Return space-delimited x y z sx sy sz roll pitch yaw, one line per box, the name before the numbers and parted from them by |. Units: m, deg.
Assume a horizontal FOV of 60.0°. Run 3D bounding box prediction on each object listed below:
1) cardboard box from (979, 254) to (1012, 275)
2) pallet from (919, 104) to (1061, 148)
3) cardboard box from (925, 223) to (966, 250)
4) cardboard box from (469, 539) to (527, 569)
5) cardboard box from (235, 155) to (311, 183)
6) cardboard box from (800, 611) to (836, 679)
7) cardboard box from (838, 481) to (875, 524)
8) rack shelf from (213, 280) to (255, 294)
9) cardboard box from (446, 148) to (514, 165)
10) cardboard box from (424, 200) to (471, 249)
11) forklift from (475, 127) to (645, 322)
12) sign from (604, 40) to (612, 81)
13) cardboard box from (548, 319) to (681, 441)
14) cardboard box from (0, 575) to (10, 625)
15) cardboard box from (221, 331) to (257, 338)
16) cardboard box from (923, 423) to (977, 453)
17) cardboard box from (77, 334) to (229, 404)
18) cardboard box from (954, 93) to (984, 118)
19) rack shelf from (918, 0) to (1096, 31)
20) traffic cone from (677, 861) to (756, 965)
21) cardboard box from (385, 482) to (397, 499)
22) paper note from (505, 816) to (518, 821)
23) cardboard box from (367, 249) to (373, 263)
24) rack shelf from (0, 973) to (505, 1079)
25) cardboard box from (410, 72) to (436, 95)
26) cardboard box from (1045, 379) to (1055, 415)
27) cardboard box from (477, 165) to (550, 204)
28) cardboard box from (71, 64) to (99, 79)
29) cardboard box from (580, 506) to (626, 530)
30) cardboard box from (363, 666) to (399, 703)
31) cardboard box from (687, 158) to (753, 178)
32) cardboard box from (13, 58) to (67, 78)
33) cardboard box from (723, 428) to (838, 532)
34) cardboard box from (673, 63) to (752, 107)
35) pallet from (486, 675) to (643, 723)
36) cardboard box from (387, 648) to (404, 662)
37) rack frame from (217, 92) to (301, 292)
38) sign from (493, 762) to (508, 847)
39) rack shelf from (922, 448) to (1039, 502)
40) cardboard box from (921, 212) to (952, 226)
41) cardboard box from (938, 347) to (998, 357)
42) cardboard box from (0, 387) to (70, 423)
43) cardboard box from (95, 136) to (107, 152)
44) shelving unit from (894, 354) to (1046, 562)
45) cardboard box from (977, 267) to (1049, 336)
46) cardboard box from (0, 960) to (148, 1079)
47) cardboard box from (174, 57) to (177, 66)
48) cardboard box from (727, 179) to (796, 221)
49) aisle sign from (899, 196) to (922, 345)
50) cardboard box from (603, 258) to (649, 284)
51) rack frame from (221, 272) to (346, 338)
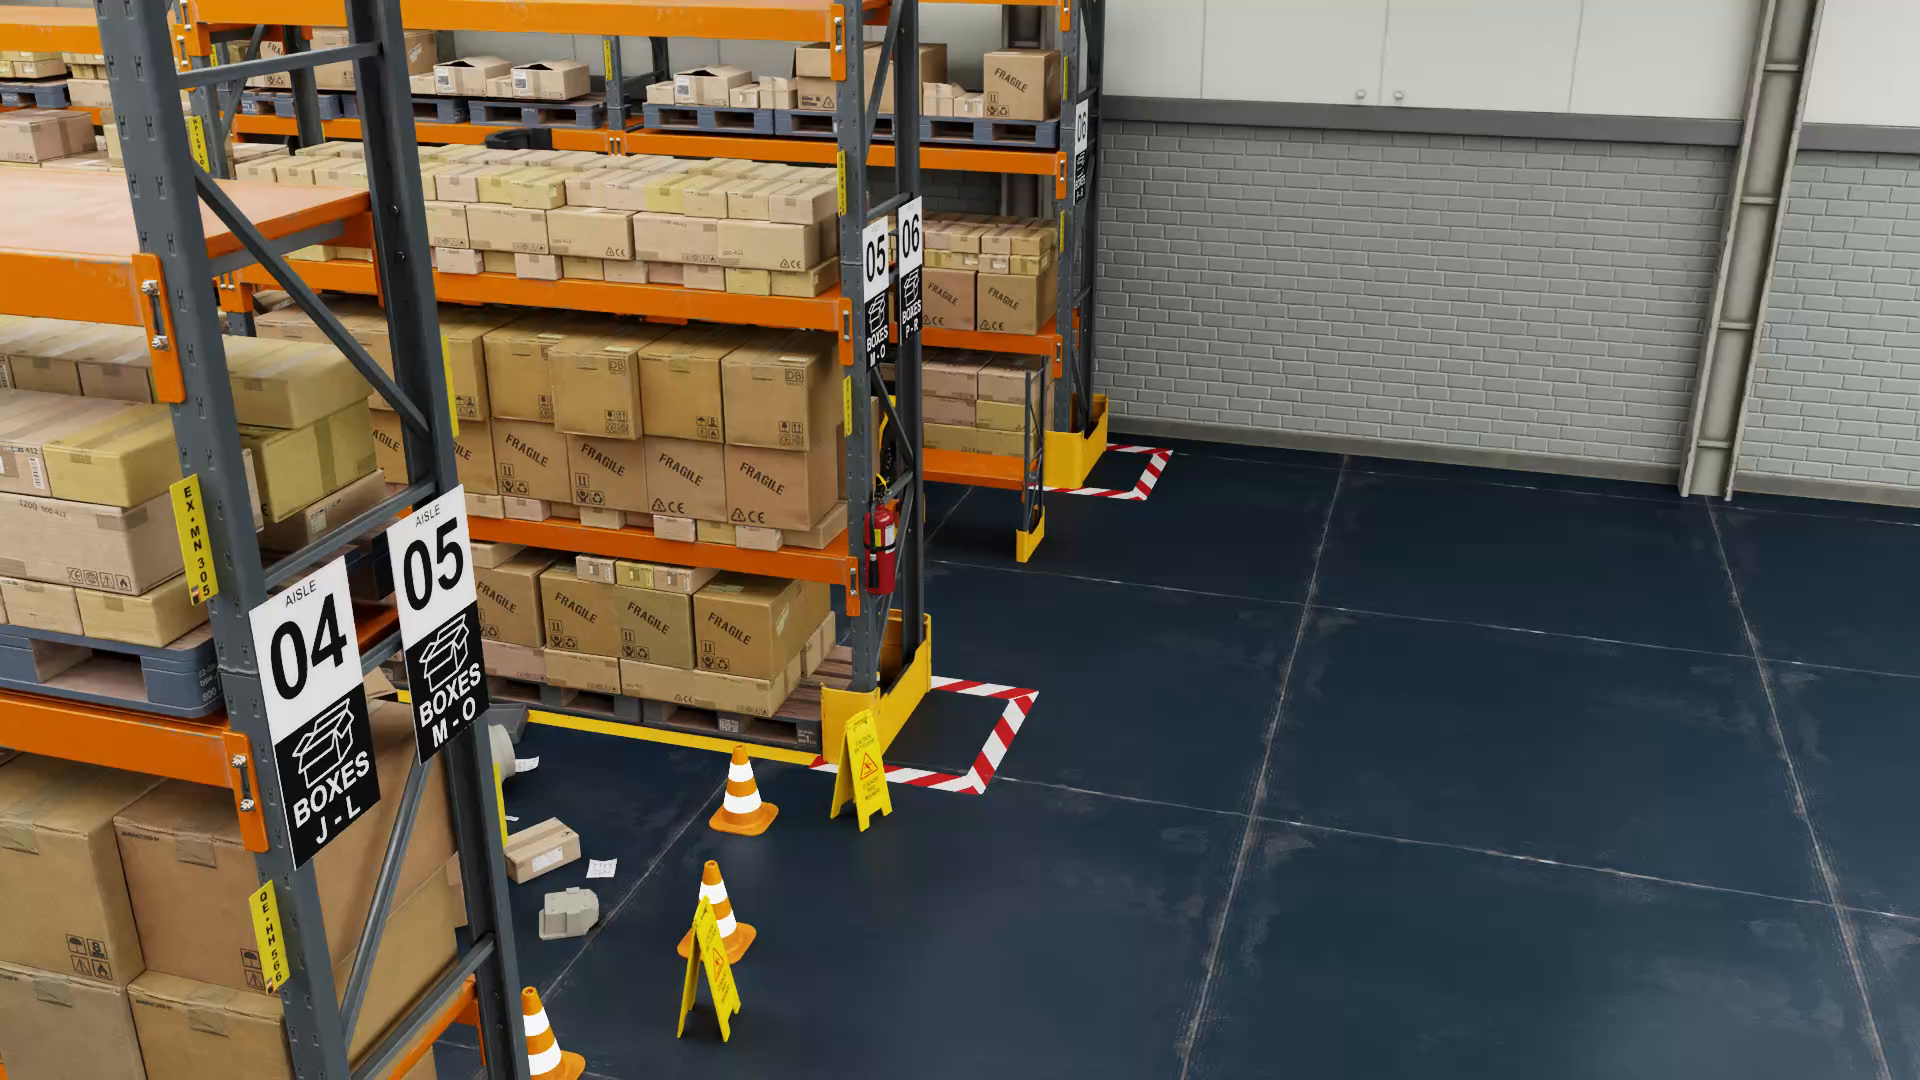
cardboard box | 0.333 -2.348 13.961 0.250 0.149 0.380 7 23 16
pallet | 0.330 -3.482 13.876 1.213 0.211 1.003 7 23 16
cardboard box | -0.125 -2.584 14.144 0.250 0.149 0.380 7 23 16
cardboard box | -2.920 0.030 10.376 0.250 0.149 0.380 8 24 19
cardboard box | -4.053 -2.170 9.842 0.250 0.149 0.380 6 23 15
cardboard box | -1.124 0.644 10.722 0.500 0.250 0.500 6 23 15
cardboard box | -0.697 -0.241 10.141 0.250 0.149 0.380 7 23 16
rack shelf | -8.575 -2.812 17.026 4.000 0.370 1.077 7 23 16
cardboard box | -2.892 -2.260 10.059 0.250 0.149 0.380 6 23 14
cardboard box | -2.946 -1.879 9.656 0.500 0.250 0.500 7 23 16
forklift | -3.161 -1.887 13.913 3.031 2.935 1.130 6 23 14
sign | -2.978 -4.061 14.075 0.005 0.325 0.100 7 23 16
cardboard box | -1.984 -0.945 9.684 0.500 0.500 0.700 6 23 15
cardboard box | -2.668 0.084 4.712 0.250 0.149 0.380 7 23 16
cardboard box | -4.769 -1.029 10.653 0.500 0.500 0.500 6 23 15
cardboard box | -0.016 -0.965 14.646 0.500 0.250 0.500 7 23 15
cardboard box | -2.477 -0.524 5.143 0.250 0.149 0.380 6 23 15
cardboard box | 0.118 -3.541 13.549 0.250 0.149 0.380 6 23 14
rack shelf | -0.916 -4.525 13.825 4.000 0.370 1.077 7 23 16
traffic cone | -1.211 1.791 8.199 0.334 0.463 0.336 7 23 16
cardboard box | -3.532 -0.389 10.502 0.250 0.149 0.380 6 23 15
paper note | -2.544 1.563 9.353 0.123 0.001 0.032 7 23 16
cardboard box | -3.301 -1.753 9.876 0.250 0.149 0.380 7 23 17
rack shelf | -3.679 1.678 6.078 4.000 0.370 1.077 7 23 16
cardboard box | -4.709 -4.094 14.896 0.250 0.149 0.380 6 23 15
cardboard box | 0.609 -1.329 14.873 0.500 0.250 0.500 7 23 16
cardboard box | -2.541 -2.030 9.500 0.250 0.149 0.380 7 23 17
cardboard box | -8.293 -4.530 15.987 0.250 0.149 0.380 7 23 17
cardboard box | -2.096 -0.206 10.057 0.250 0.149 0.380 6 23 15
cardboard box | -3.628 1.084 9.870 0.500 0.500 0.500 -14 26 -30
cardboard box | -1.399 -2.124 9.729 0.250 0.149 0.380 6 23 15
cardboard box | -8.839 -4.540 15.983 0.250 0.149 0.380 7 23 17
cardboard box | -1.030 -0.388 9.645 0.500 0.500 0.500 6 23 15
cardboard box | -2.105 -3.894 14.196 0.500 0.311 0.500 7 23 17
pallet | -2.436 0.801 10.945 1.213 0.211 1.003 7 23 16
cardboard box | -3.774 0.557 10.933 0.500 0.250 0.500 5 23 13
rack frame | -6.660 -2.925 16.355 0.127 3.000 1.000 7 23 16
sign | -1.598 0.927 5.718 0.005 0.325 0.100 7 23 16
rack shelf | 0.082 -0.518 12.936 1.000 0.185 0.538 7 23 16
cardboard box | -0.251 -2.764 14.582 0.250 0.149 0.380 7 23 17
cardboard box | 0.114 -1.608 14.895 0.500 0.250 0.500 7 23 16
cardboard box | -2.669 -0.286 4.562 0.250 0.149 0.380 7 23 16
cardboard box | -5.679 -2.508 11.028 0.500 0.250 0.500 6 23 15
shelving unit | 0.073 -0.686 12.870 1.083 1.500 0.587 7 23 16
cardboard box | 0.452 -2.053 14.096 0.500 0.500 0.500 6 23 14
cardboard box | -2.666 1.419 5.566 0.550 0.550 0.875 7 23 16
cardboard box | -7.296 -4.563 15.675 0.250 0.149 0.380 6 23 14
cardboard box | -1.076 -1.857 9.078 0.250 0.149 0.380 7 23 16
aisle sign | -0.282 -1.553 9.584 0.004 0.787 0.394 7 23 16
cardboard box | -1.821 -1.573 9.435 0.250 0.149 0.380 6 23 15
rack frame | -4.261 -0.683 10.888 0.127 3.000 1.000 7 23 16
